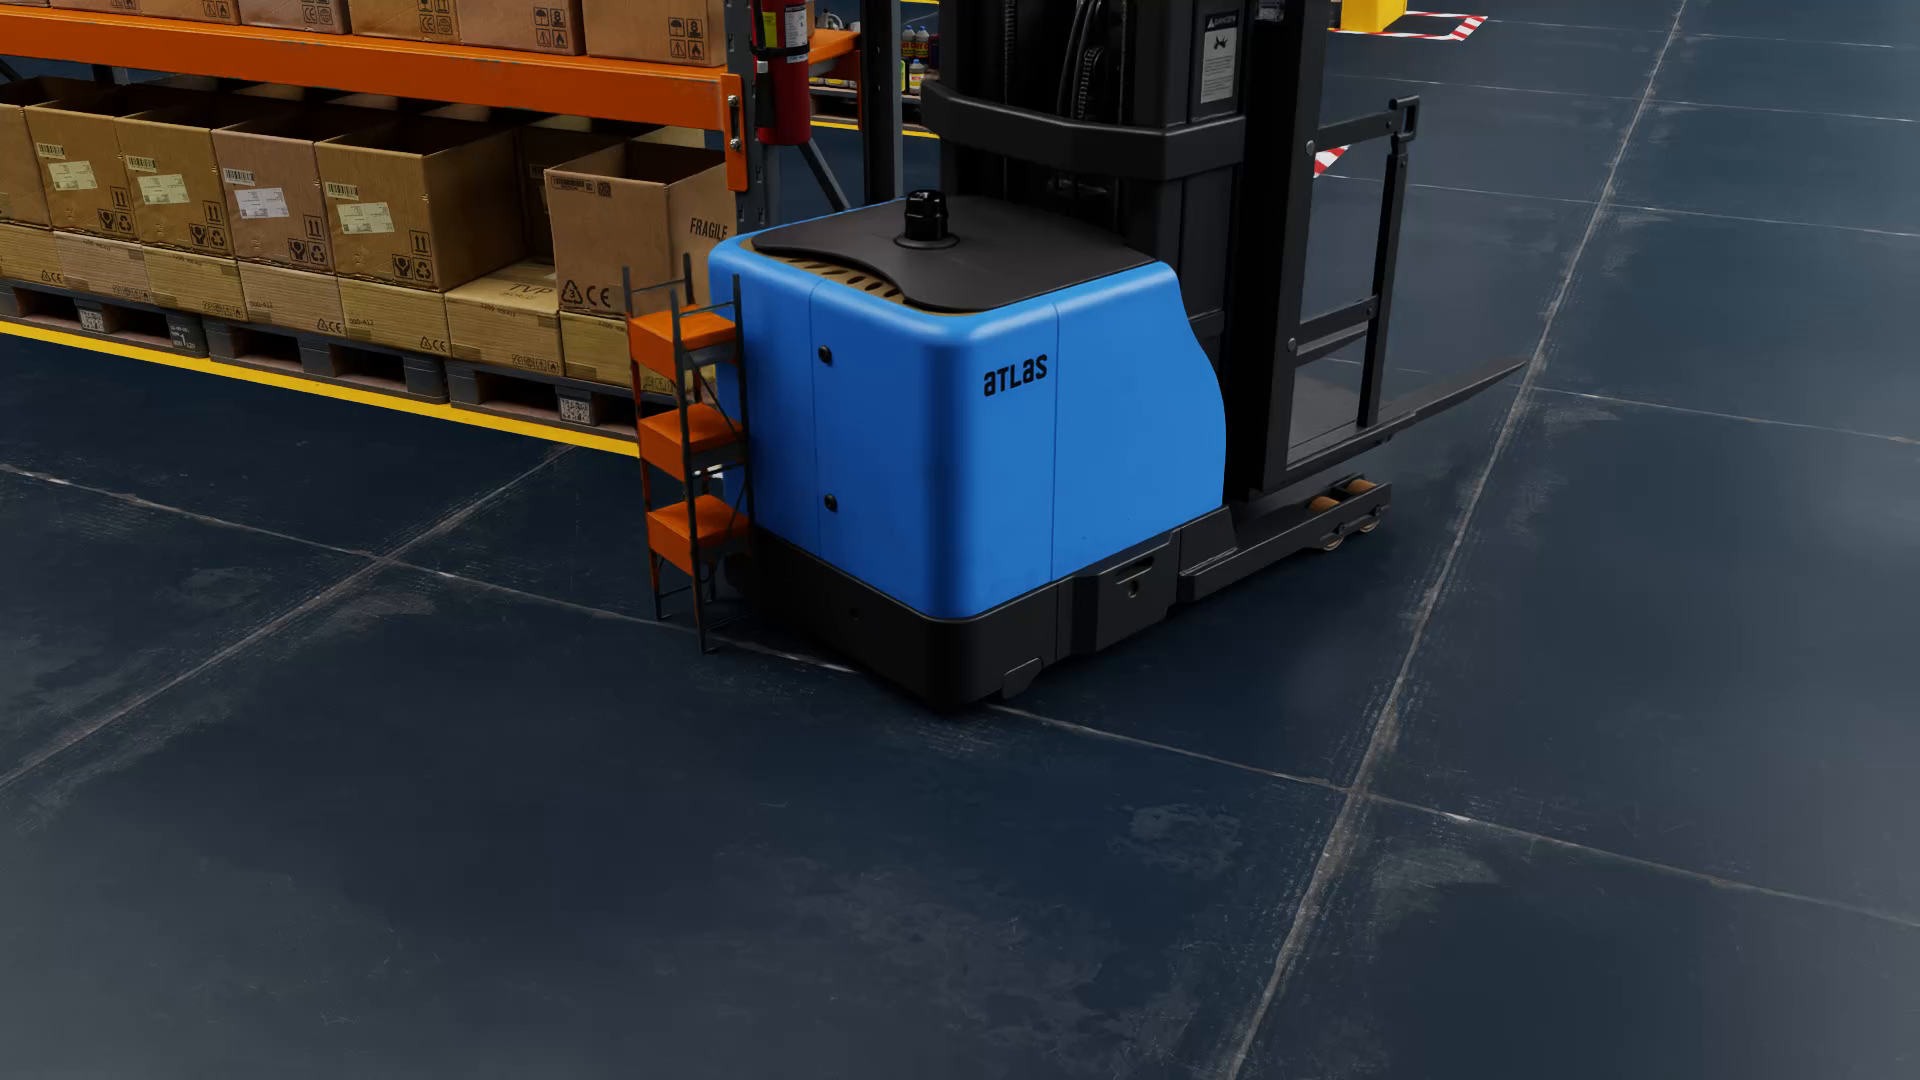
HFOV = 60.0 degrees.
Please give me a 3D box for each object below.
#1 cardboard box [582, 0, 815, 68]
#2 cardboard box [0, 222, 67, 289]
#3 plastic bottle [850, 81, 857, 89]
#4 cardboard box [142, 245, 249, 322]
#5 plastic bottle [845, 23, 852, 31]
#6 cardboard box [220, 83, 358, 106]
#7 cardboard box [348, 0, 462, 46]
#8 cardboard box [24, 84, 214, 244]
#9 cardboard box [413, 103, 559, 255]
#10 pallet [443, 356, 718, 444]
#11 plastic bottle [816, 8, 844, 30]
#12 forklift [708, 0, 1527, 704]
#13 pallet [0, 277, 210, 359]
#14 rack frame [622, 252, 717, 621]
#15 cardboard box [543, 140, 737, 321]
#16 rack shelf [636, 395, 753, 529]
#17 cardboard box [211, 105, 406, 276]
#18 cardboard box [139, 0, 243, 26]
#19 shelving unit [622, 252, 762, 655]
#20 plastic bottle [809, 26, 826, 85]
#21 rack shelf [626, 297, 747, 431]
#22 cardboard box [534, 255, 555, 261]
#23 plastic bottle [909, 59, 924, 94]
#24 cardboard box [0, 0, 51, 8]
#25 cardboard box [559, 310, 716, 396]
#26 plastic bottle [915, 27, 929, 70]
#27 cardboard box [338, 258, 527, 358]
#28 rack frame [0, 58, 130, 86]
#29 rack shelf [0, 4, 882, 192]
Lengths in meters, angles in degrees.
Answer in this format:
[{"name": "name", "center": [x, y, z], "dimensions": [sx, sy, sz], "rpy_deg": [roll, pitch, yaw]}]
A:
[{"name": "cardboard box", "center": [-0.893, -1.951, 5.704], "dimensions": [0.500, 0.500, 0.700], "rpy_deg": [11, 28, 22]}, {"name": "cardboard box", "center": [-3.818, -1.295, 7.122], "dimensions": [0.500, 0.250, 0.500], "rpy_deg": [11, 28, 22]}, {"name": "plastic bottle", "center": [-0.617, -3.024, 10.582], "dimensions": [0.135, 0.276, 0.152], "rpy_deg": [11, 28, 20]}, {"name": "cardboard box", "center": [-2.911, -1.108, 6.743], "dimensions": [0.500, 0.250, 0.500], "rpy_deg": [11, 28, 22]}, {"name": "plastic bottle", "center": [-0.783, -3.347, 11.229], "dimensions": [0.133, 0.283, 0.061], "rpy_deg": [11, 28, 22]}, {"name": "cardboard box", "center": [-2.694, -1.655, 7.005], "dimensions": [0.500, 0.500, 0.500], "rpy_deg": [11, 28, 22]}, {"name": "cardboard box", "center": [-1.822, -2.138, 6.084], "dimensions": [0.500, 0.500, 0.700], "rpy_deg": [12, 28, 22]}, {"name": "cardboard box", "center": [-3.363, -1.539, 6.769], "dimensions": [0.500, 0.500, 0.500], "rpy_deg": [11, 28, 22]}, {"name": "cardboard box", "center": [-1.785, -1.471, 6.631], "dimensions": [0.500, 0.500, 0.500], "rpy_deg": [11, 28, 22]}, {"name": "pallet", "center": [-1.186, -0.688, 6.408], "dimensions": [1.213, 0.211, 1.003], "rpy_deg": [11, 28, 22]}, {"name": "plastic bottle", "center": [-0.886, -3.451, 11.365], "dimensions": [0.185, 0.351, 0.144], "rpy_deg": [11, 28, 21]}, {"name": "forklift", "center": [0.736, -1.434, 4.843], "dimensions": [3.031, 2.935, 1.130], "rpy_deg": [-22, 34, -37]}, {"name": "pallet", "center": [-3.408, -1.134, 7.314], "dimensions": [1.213, 0.211, 1.003], "rpy_deg": [11, 28, 22]}, {"name": "rack frame", "center": [-0.797, -0.266, 4.600], "dimensions": [0.200, 1.050, 0.008], "rpy_deg": [-20, 33, -34]}, {"name": "cardboard box", "center": [-1.084, -1.085, 5.847], "dimensions": [0.500, 0.500, 0.500], "rpy_deg": [11, 28, 22]}, {"name": "rack shelf", "center": [-0.719, -0.214, 4.520], "dimensions": [0.215, 0.259, 0.240], "rpy_deg": [-20, 33, -34]}, {"name": "cardboard box", "center": [-2.455, -1.354, 6.393], "dimensions": [0.500, 0.500, 0.500], "rpy_deg": [11, 28, 22]}, {"name": "cardboard box", "center": [-2.770, -2.326, 6.466], "dimensions": [0.500, 0.500, 0.700], "rpy_deg": [12, 29, 23]}, {"name": "shelving unit", "center": [-0.719, -0.224, 4.515], "dimensions": [0.215, 1.050, 0.252], "rpy_deg": [-20, 33, -34]}, {"name": "plastic bottle", "center": [-0.939, -3.120, 10.693], "dimensions": [0.185, 0.351, 0.144], "rpy_deg": [11, 28, 21]}, {"name": "rack shelf", "center": [-0.720, -0.469, 4.394], "dimensions": [0.215, 0.259, 0.240], "rpy_deg": [-20, 33, -34]}, {"name": "cardboard box", "center": [-1.326, -1.048, 6.620], "dimensions": [0.500, 0.250, 0.500], "rpy_deg": [11, 28, 22]}, {"name": "plastic bottle", "center": [-0.272, -2.908, 10.431], "dimensions": [0.097, 0.201, 0.097], "rpy_deg": [0, 26, 0]}, {"name": "cardboard box", "center": [-3.708, -2.513, 6.846], "dimensions": [0.500, 0.500, 0.700], "rpy_deg": [11, 28, 20]}, {"name": "cardboard box", "center": [-1.083, -0.750, 6.015], "dimensions": [0.500, 0.250, 0.500], "rpy_deg": [11, 28, 22]}, {"name": "plastic bottle", "center": [-0.253, -3.300, 11.147], "dimensions": [0.097, 0.271, 0.097], "rpy_deg": [0, 26, 0]}, {"name": "cardboard box", "center": [-1.999, -0.927, 6.375], "dimensions": [0.500, 0.250, 0.500], "rpy_deg": [11, 28, 22]}, {"name": "rack frame", "center": [-4.114, -2.547, 7.028], "dimensions": [0.127, 3.000, 1.000], "rpy_deg": [11, 28, 22]}, {"name": "rack shelf", "center": [-2.294, -1.859, 6.444], "dimensions": [4.000, 0.370, 1.077], "rpy_deg": [11, 28, 22]}]
